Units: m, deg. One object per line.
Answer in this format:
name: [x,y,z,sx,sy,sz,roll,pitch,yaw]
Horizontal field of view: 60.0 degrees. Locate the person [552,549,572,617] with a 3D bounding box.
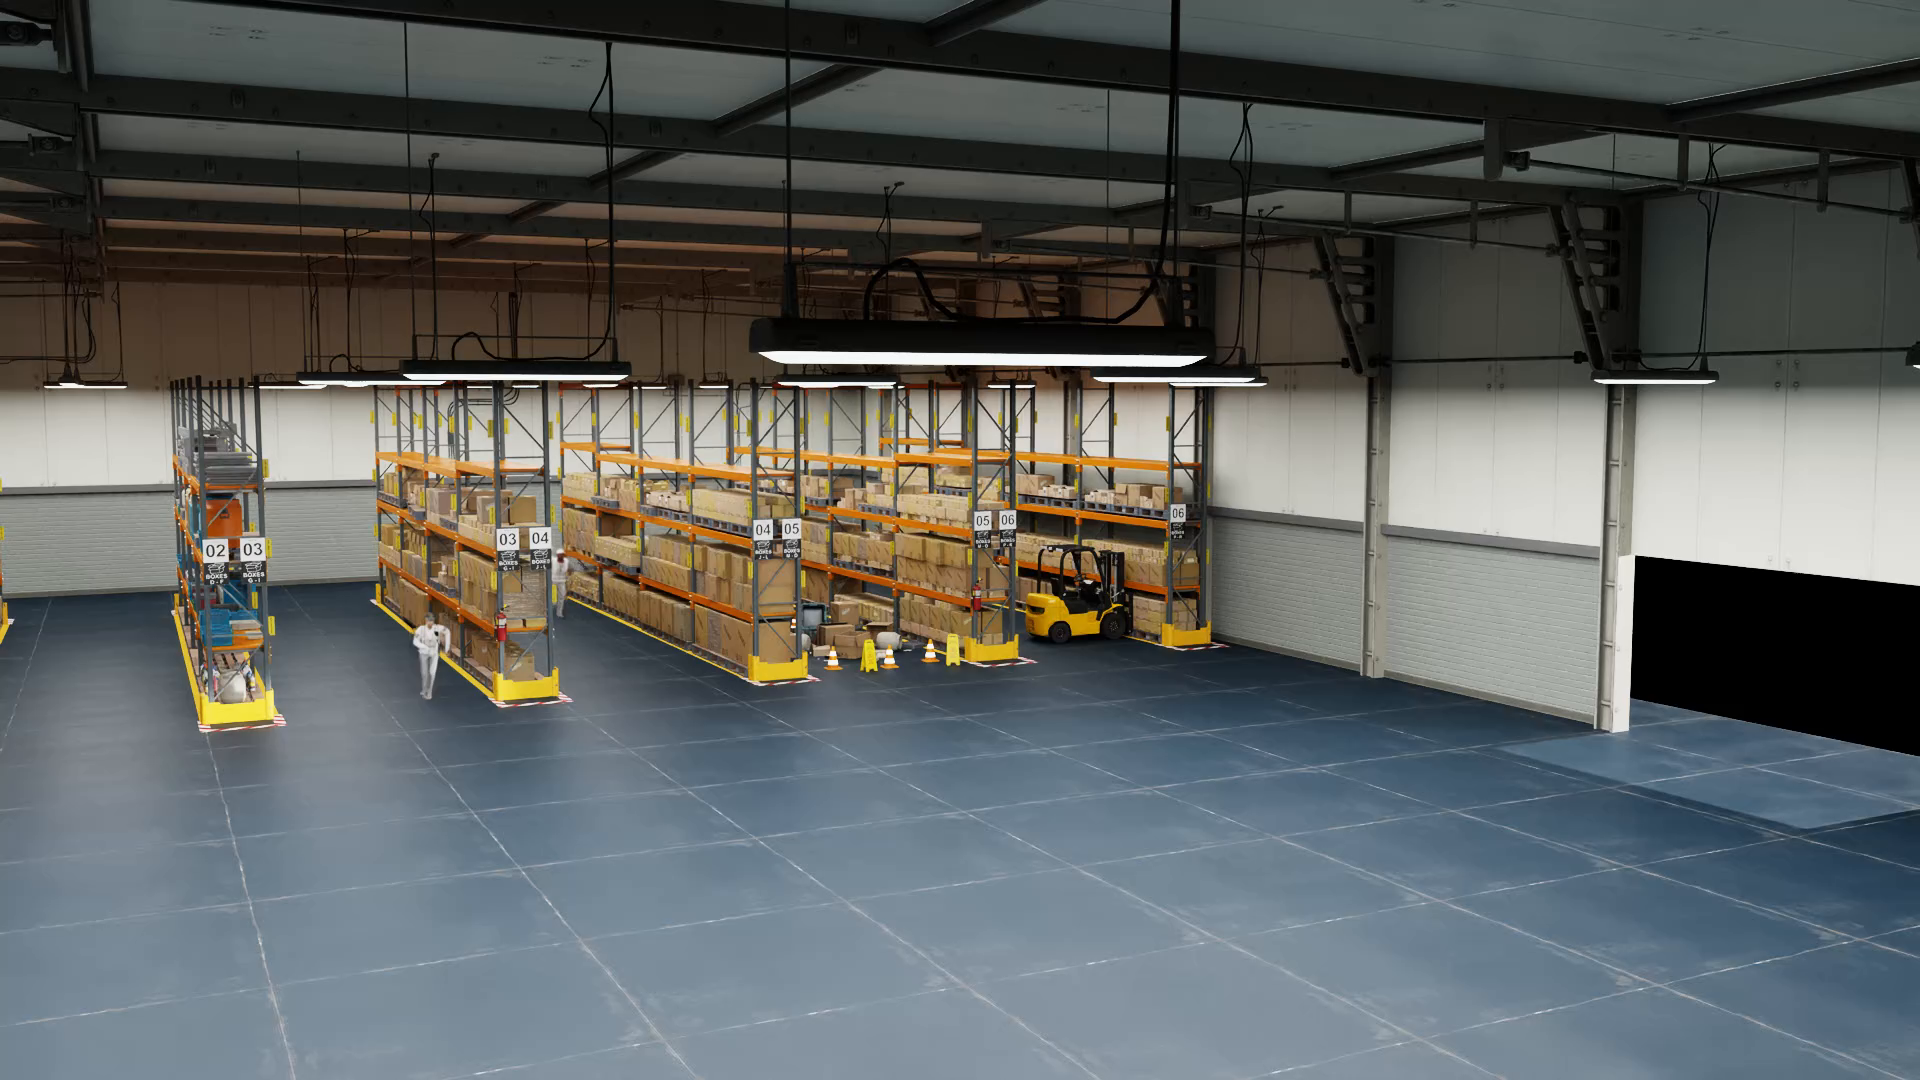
person: [-10.308,1.083,42.700,0.697,1.758,0.857,-2,6,-23]

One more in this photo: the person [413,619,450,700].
person: [-9.862,2.194,31.064,0.653,1.674,0.778,-1,5,-16]

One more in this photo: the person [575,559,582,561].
person: [-11.059,0.578,48.866,0.603,1.639,0.505,5,7,45]
